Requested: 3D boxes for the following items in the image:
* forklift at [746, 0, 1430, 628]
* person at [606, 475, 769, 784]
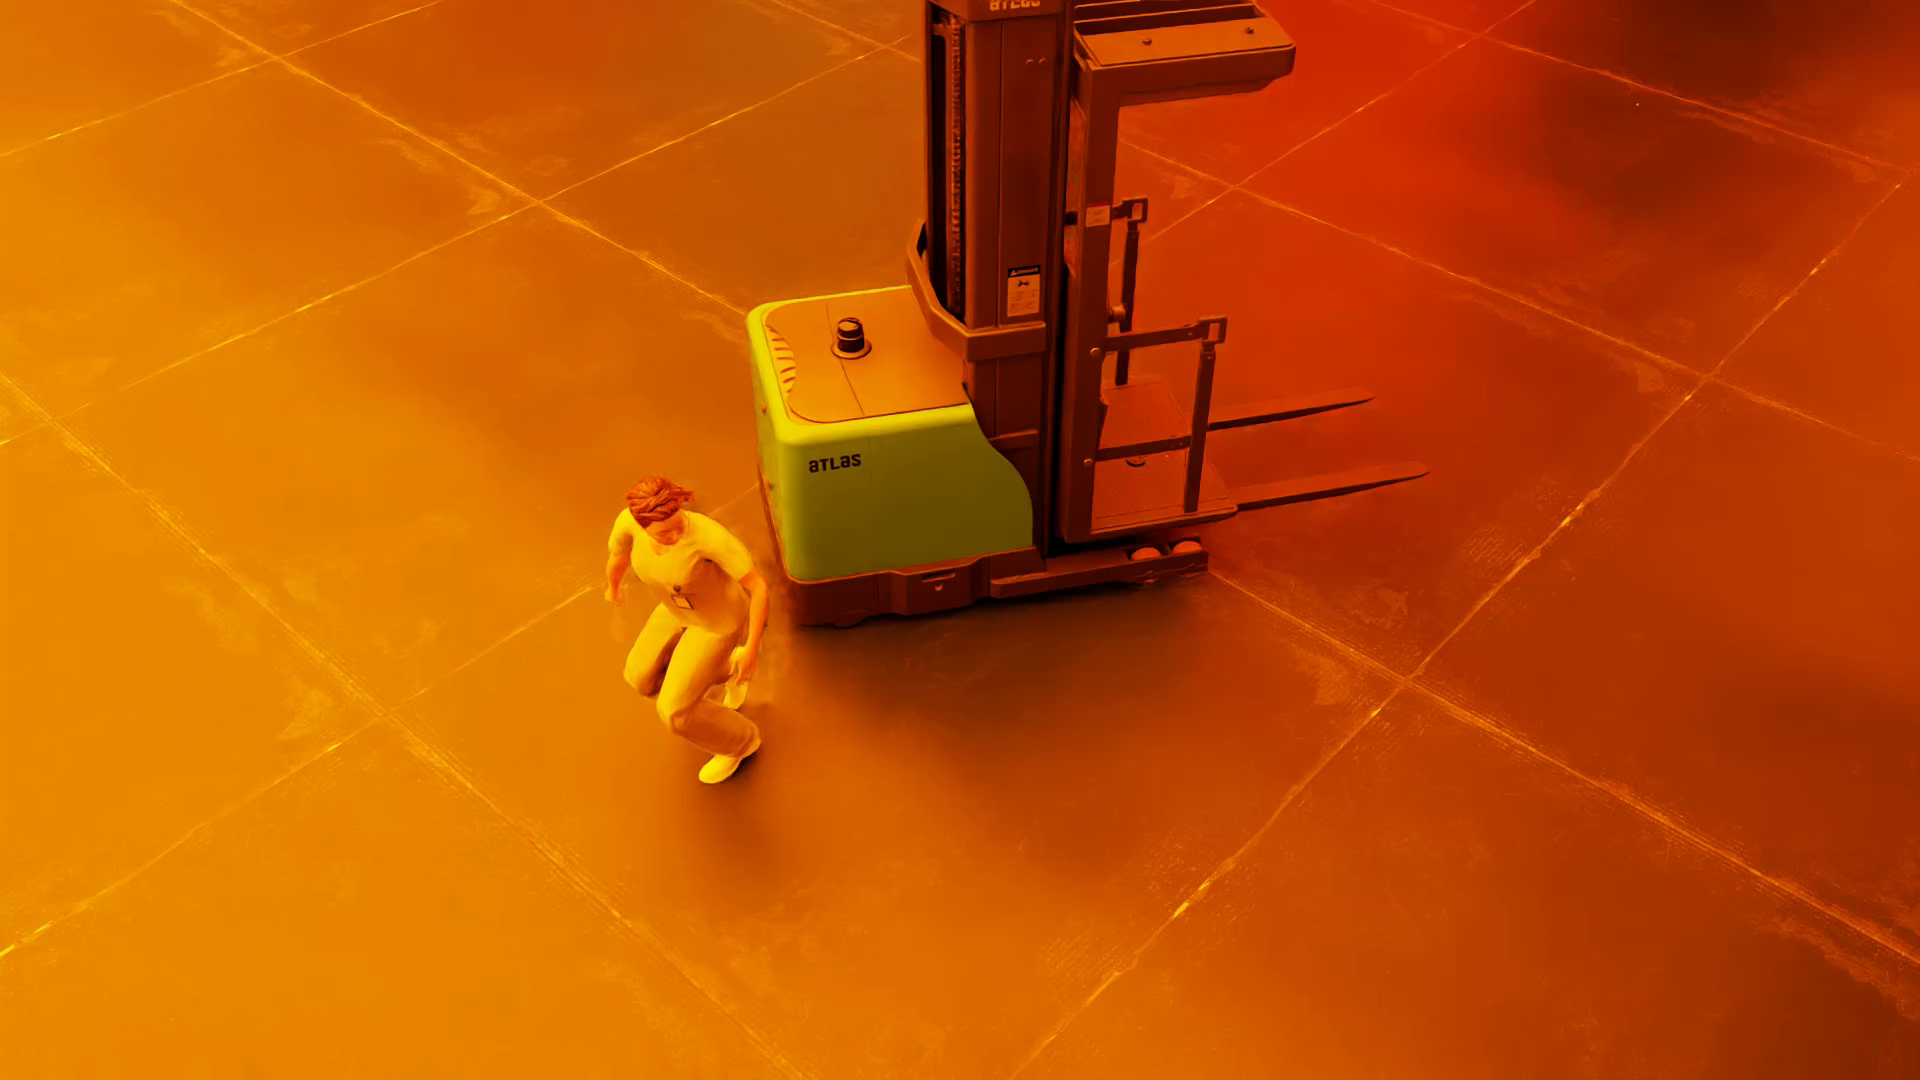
[{"bbox_3d":[0.631,-1.241,6.875,3.031,2.935,1.130,-9,41,-10],"label":"forklift"},{"bbox_3d":[-1.012,0.251,6.267,0.799,1.481,0.584,27,48,28],"label":"person"}]
